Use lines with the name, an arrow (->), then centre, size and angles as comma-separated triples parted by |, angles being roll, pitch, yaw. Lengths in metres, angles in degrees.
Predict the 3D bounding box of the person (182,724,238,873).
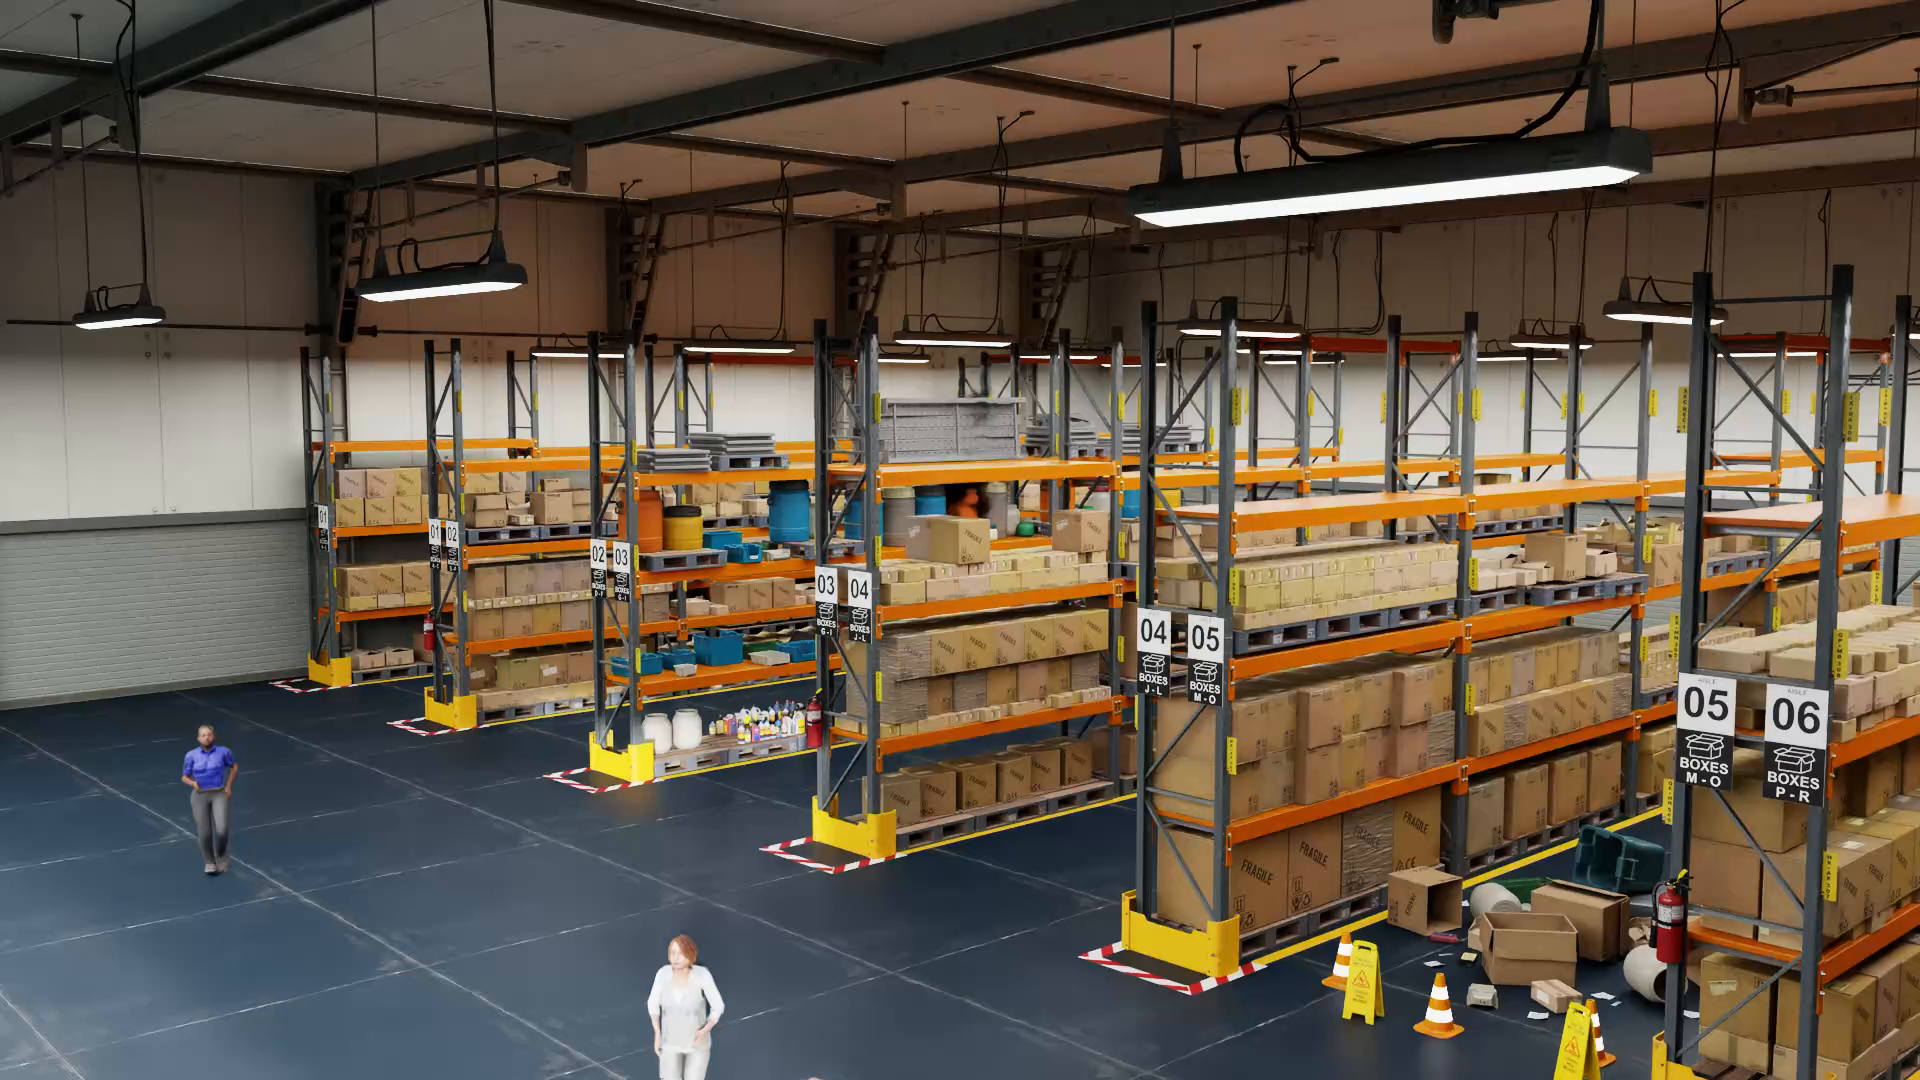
person -> -8.007, 2.786, 17.778 | 0.554, 1.622, 0.611 | -2, 6, -24

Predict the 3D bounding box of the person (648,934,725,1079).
person -> -1.847, 3.423, 11.182 | 0.528, 1.551, 0.572 | 0, 5, -1
